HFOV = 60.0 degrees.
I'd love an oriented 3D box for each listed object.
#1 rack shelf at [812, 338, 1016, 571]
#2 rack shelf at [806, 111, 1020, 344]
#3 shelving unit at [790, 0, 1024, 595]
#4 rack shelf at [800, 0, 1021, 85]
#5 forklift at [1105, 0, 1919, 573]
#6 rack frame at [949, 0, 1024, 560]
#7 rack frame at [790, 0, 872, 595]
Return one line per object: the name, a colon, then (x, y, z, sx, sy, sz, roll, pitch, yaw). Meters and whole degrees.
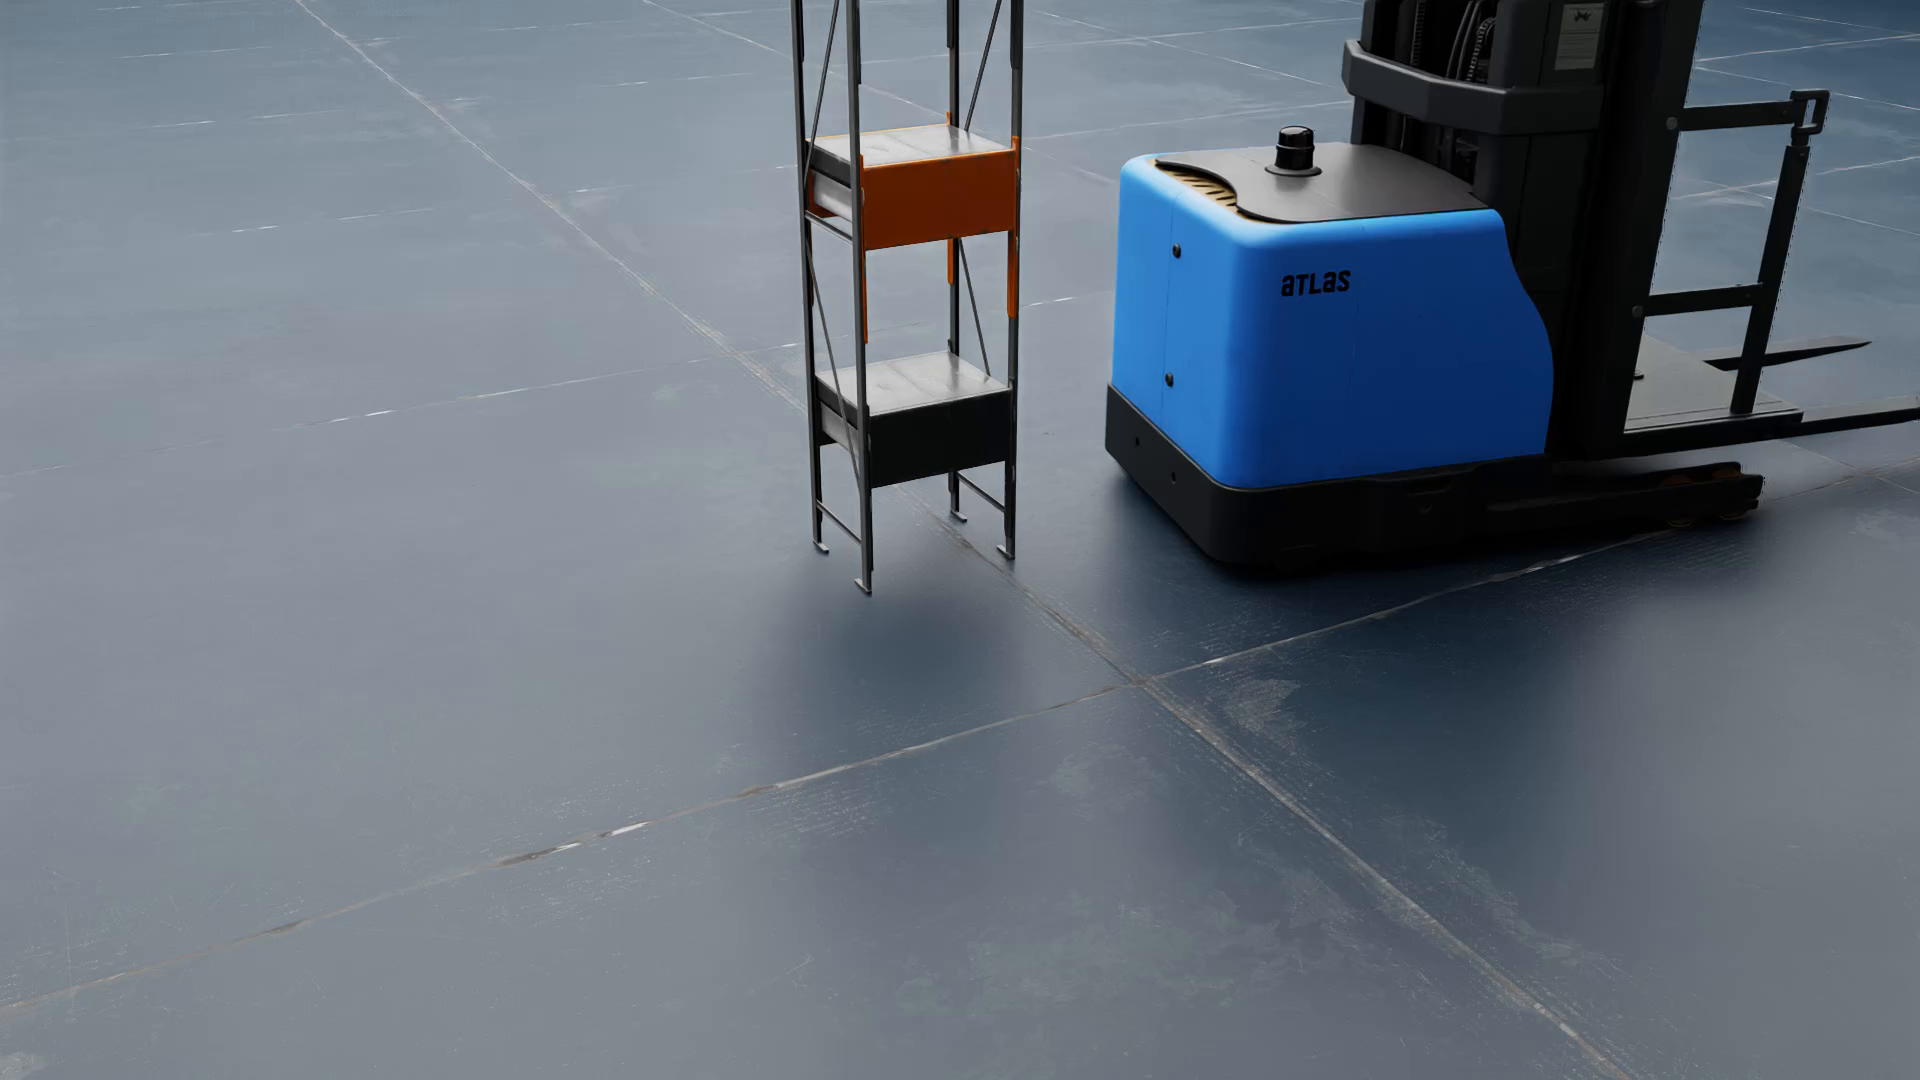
rack shelf: (-0.146, -0.270, 5.034, 0.480, 0.518, 0.431, -13, 29, -25)
rack shelf: (-0.146, -0.901, 4.731, 0.480, 0.518, 0.431, -13, 29, -25)
shelving unit: (-0.146, -0.913, 4.725, 0.503, 2.100, 0.431, -13, 29, -25)
rack shelf: (-0.146, -1.532, 4.428, 0.480, 0.518, 0.431, -13, 29, -25)
forklift: (2.076, -1.573, 5.139, 3.031, 2.935, 1.130, -7, 27, -15)
rack frame: (0.069, -0.963, 4.829, 0.015, 2.100, 0.400, -13, 29, -25)
rack frame: (-0.361, -0.863, 4.622, 0.015, 2.100, 0.400, -13, 29, -25)
